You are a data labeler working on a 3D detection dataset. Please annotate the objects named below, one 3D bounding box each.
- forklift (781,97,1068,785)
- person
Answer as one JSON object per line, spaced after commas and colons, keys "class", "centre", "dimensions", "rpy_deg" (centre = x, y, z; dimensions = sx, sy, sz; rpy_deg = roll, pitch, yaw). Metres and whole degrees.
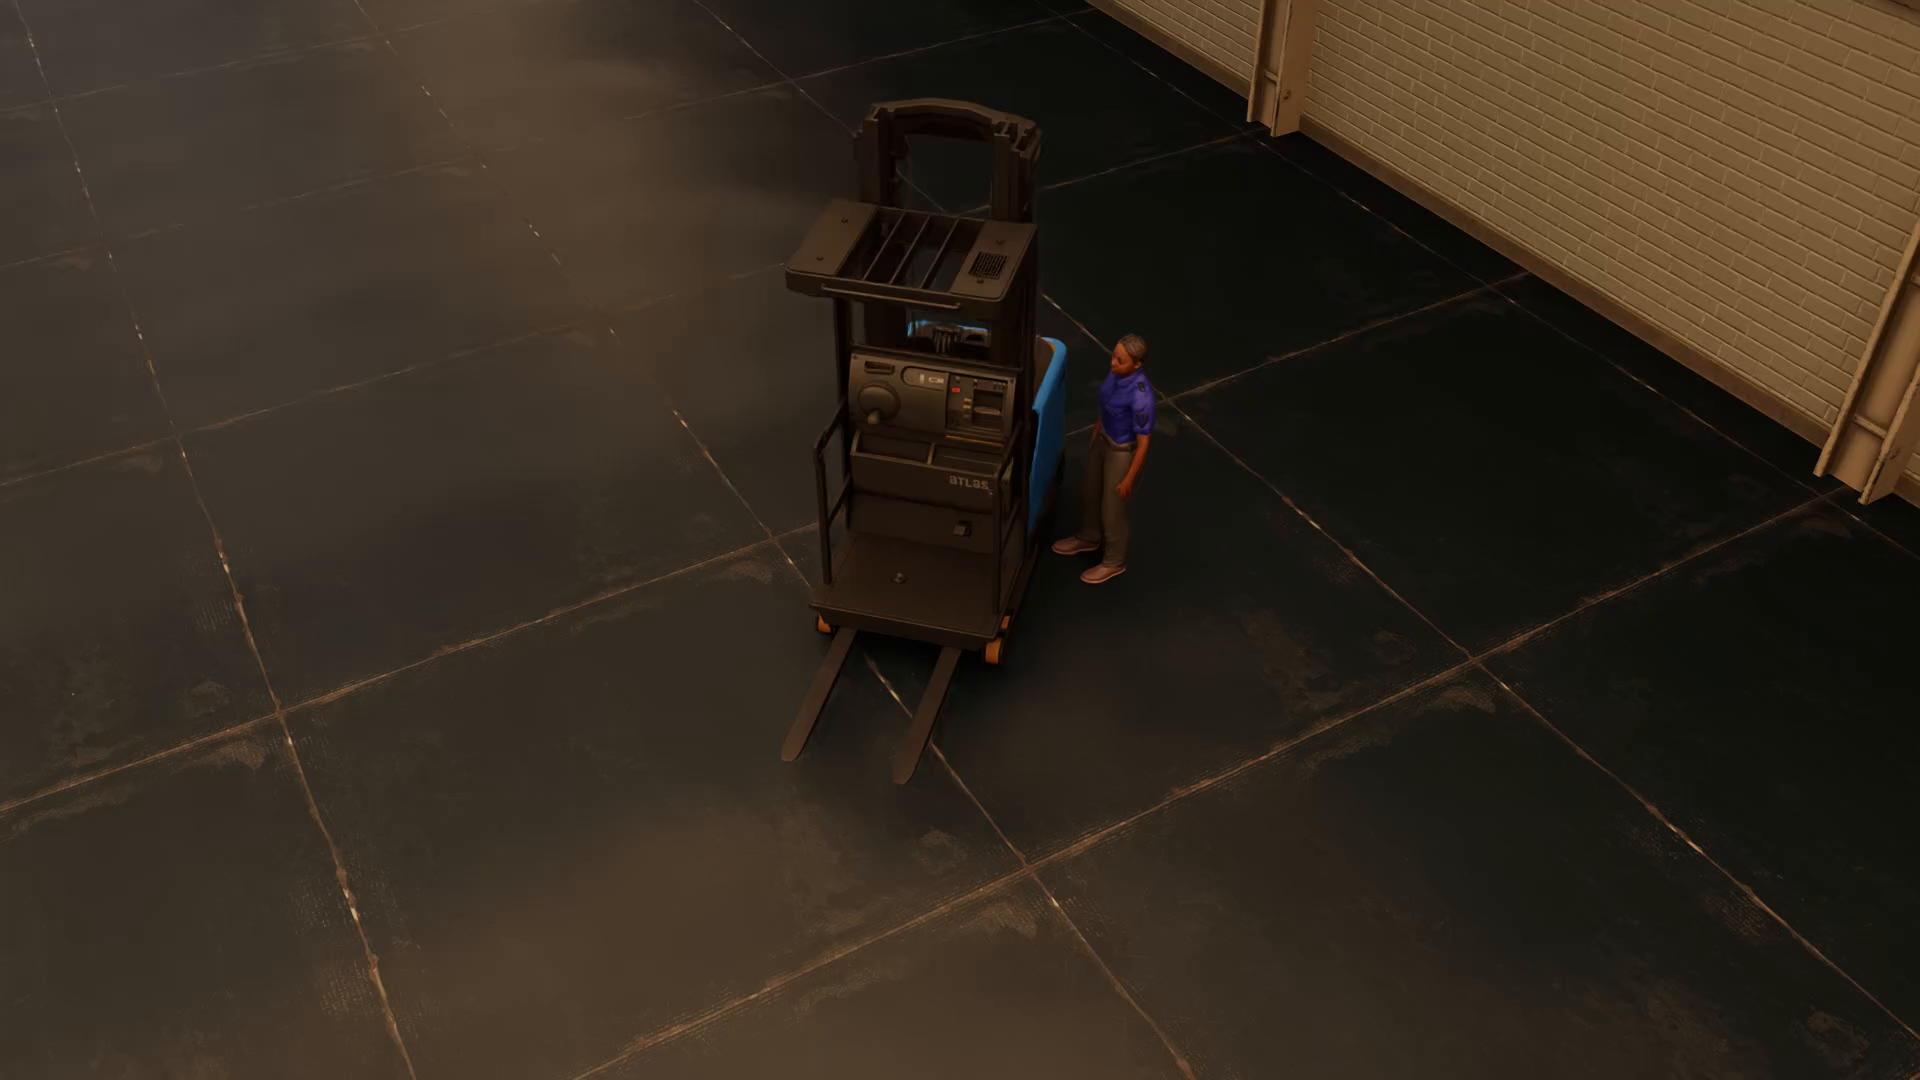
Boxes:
{"class": "forklift", "centre": [-0.208, -0.696, 8.876], "dimensions": [1.130, 2.935, 3.031], "rpy_deg": [10, 41, 12]}
{"class": "person", "centre": [0.850, -0.474, 9.607], "dimensions": [0.448, 1.659, 0.561], "rpy_deg": [-12, 41, -14]}
